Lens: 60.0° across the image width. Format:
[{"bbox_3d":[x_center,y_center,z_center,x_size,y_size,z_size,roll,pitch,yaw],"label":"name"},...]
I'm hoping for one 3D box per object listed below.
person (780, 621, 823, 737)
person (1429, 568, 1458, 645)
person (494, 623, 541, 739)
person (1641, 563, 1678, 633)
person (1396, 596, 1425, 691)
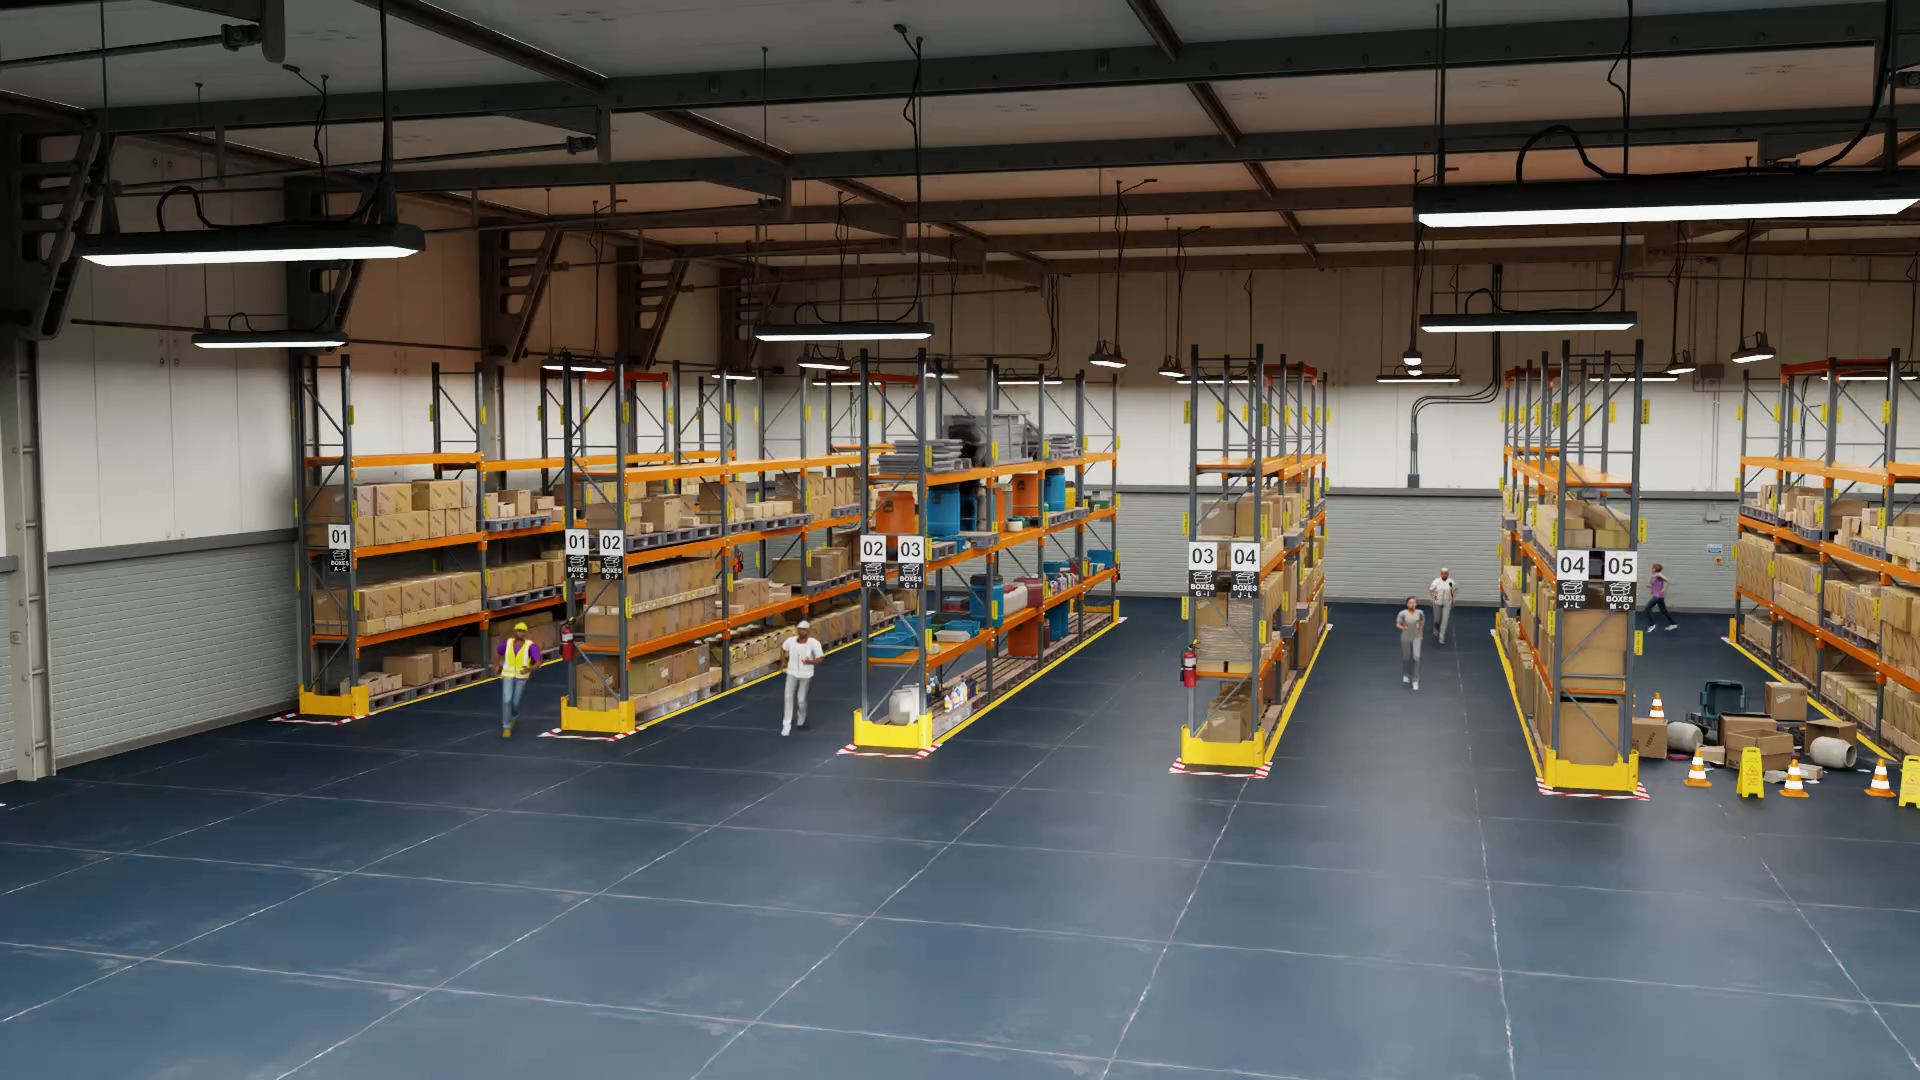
[{"bbox_3d":[-2.513,2.159,26.300,0.718,1.795,0.875,0,4,5],"label":"person"},{"bbox_3d":[10.662,1.439,36.701,0.610,1.665,0.872,1,4,14],"label":"person"},{"bbox_3d":[-6.960,2.171,26.160,0.725,1.761,0.839,-1,4,-12],"label":"person"},{"bbox_3d":[16.072,1.342,38.199,0.832,1.622,0.546,2,5,20],"label":"person"},{"bbox_3d":[8.289,1.850,30.614,0.518,1.665,0.858,1,4,12],"label":"person"}]
